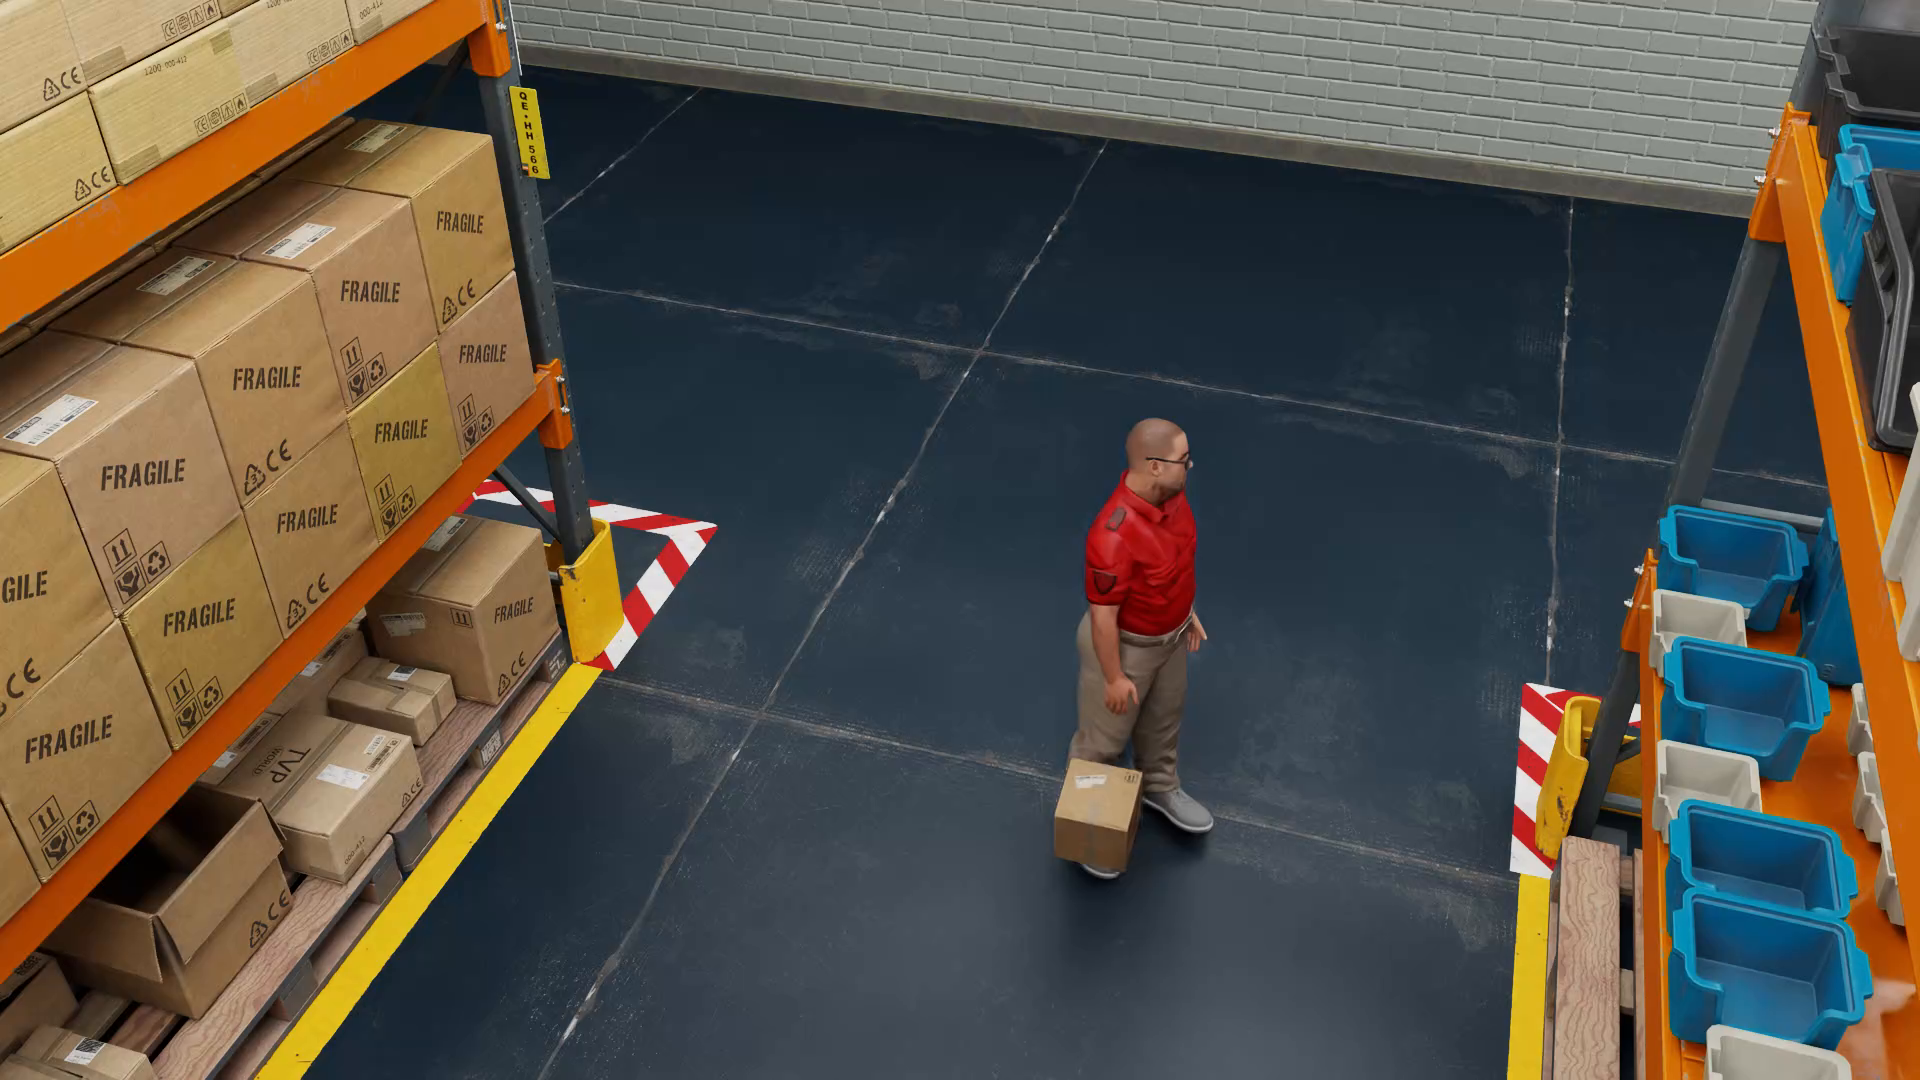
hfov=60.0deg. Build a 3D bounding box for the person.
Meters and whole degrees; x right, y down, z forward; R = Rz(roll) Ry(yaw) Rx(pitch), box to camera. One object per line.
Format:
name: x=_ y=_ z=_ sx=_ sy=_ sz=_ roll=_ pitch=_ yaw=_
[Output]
person: x=0.647 y=0.376 z=5.622 sx=0.514 sy=1.735 sz=0.580 roll=20 pitch=41 yaw=25
